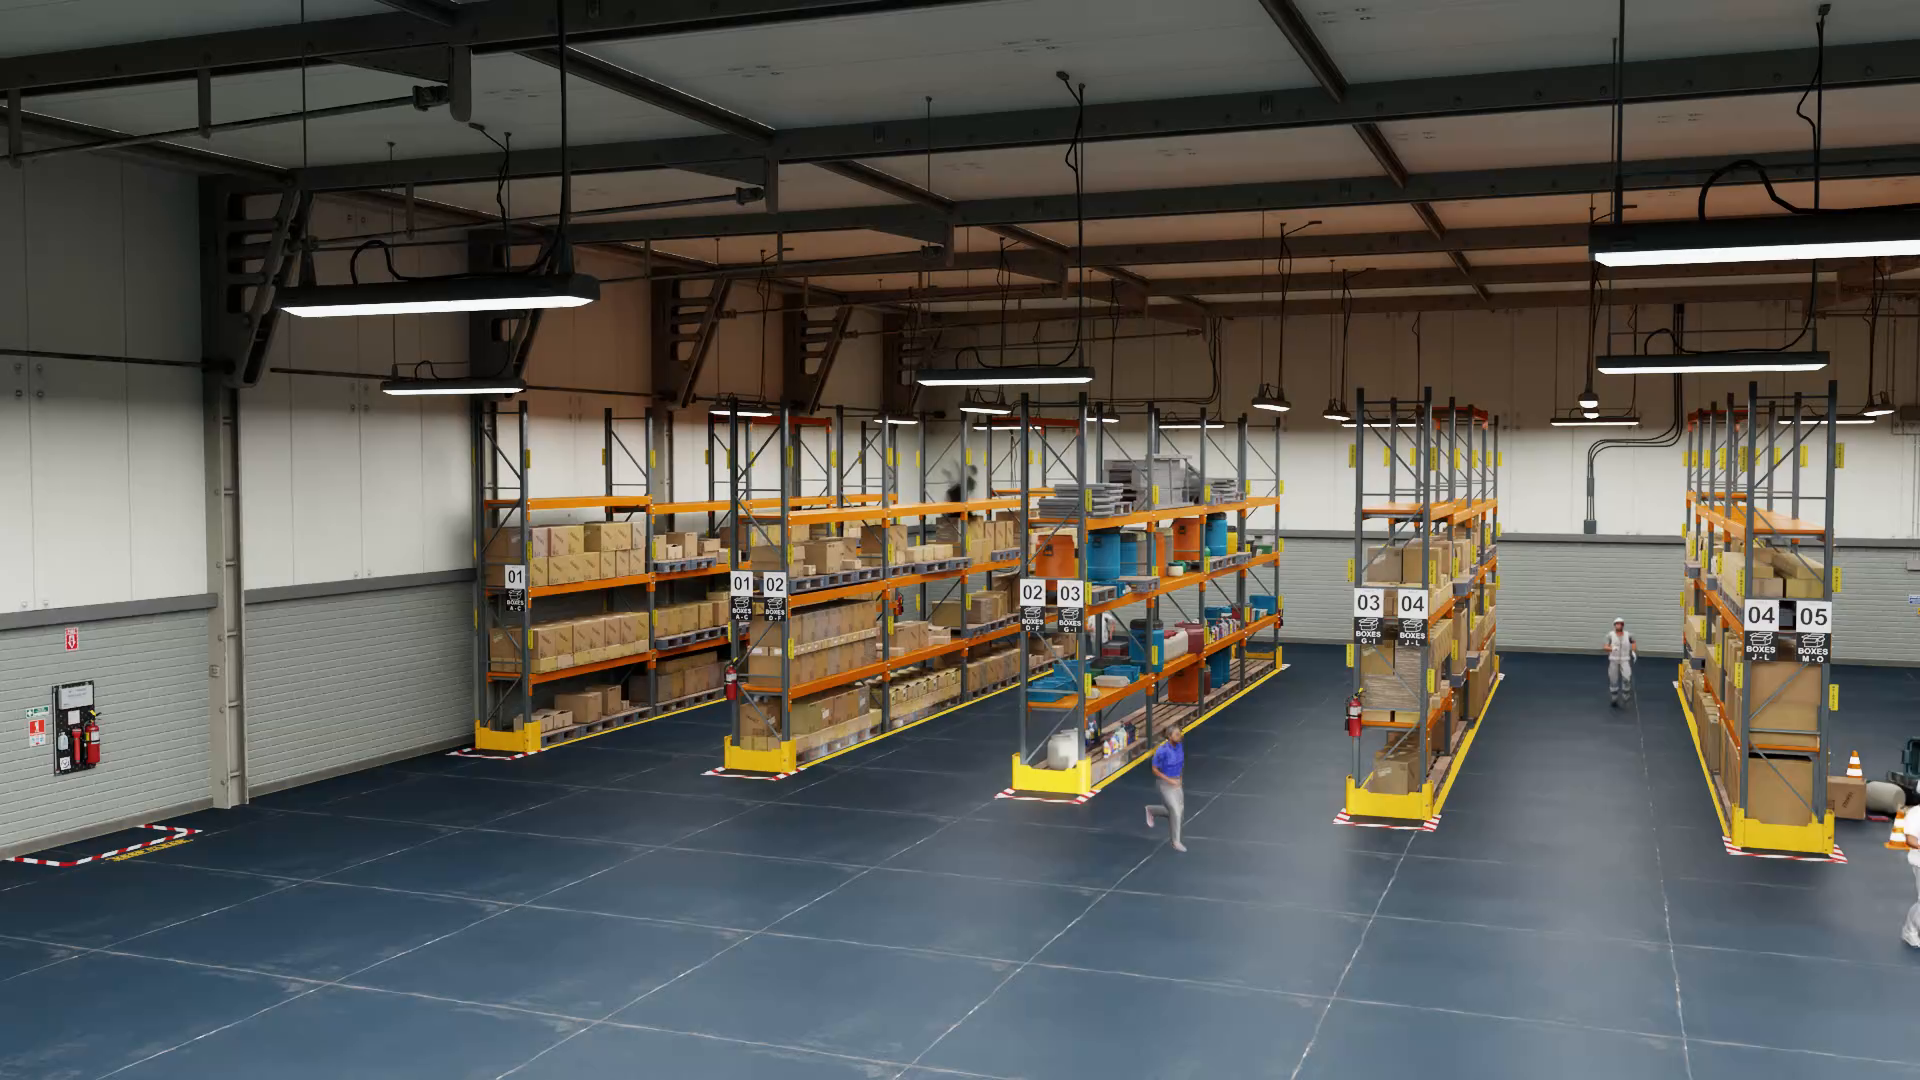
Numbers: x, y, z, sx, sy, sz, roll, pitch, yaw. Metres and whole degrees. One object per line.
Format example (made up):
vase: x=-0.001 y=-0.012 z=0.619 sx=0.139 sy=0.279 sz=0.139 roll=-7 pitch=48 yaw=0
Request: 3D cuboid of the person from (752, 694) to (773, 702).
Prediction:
person: x=-3.538 y=2.705 z=29.956 sx=0.595 sy=1.754 sz=0.702 roll=1 pitch=3 yaw=20

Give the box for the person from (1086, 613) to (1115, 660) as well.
person: x=3.137 y=2.260 z=37.360 sx=0.649 sy=1.760 sz=0.894 roll=1 pitch=3 yaw=13

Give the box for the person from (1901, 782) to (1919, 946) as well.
person: x=9.876 y=3.296 z=16.873 sx=0.767 sy=1.757 sz=0.609 roll=-1 pitch=3 yaw=-28

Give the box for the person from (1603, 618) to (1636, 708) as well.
person: x=13.317 y=2.480 z=33.560 sx=0.645 sy=1.820 sz=0.734 roll=1 pitch=3 yaw=17

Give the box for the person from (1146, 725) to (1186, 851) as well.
person: x=2.658 y=3.179 z=21.464 sx=0.599 sy=1.624 sz=0.662 roll=-3 pitch=4 yaw=-43
